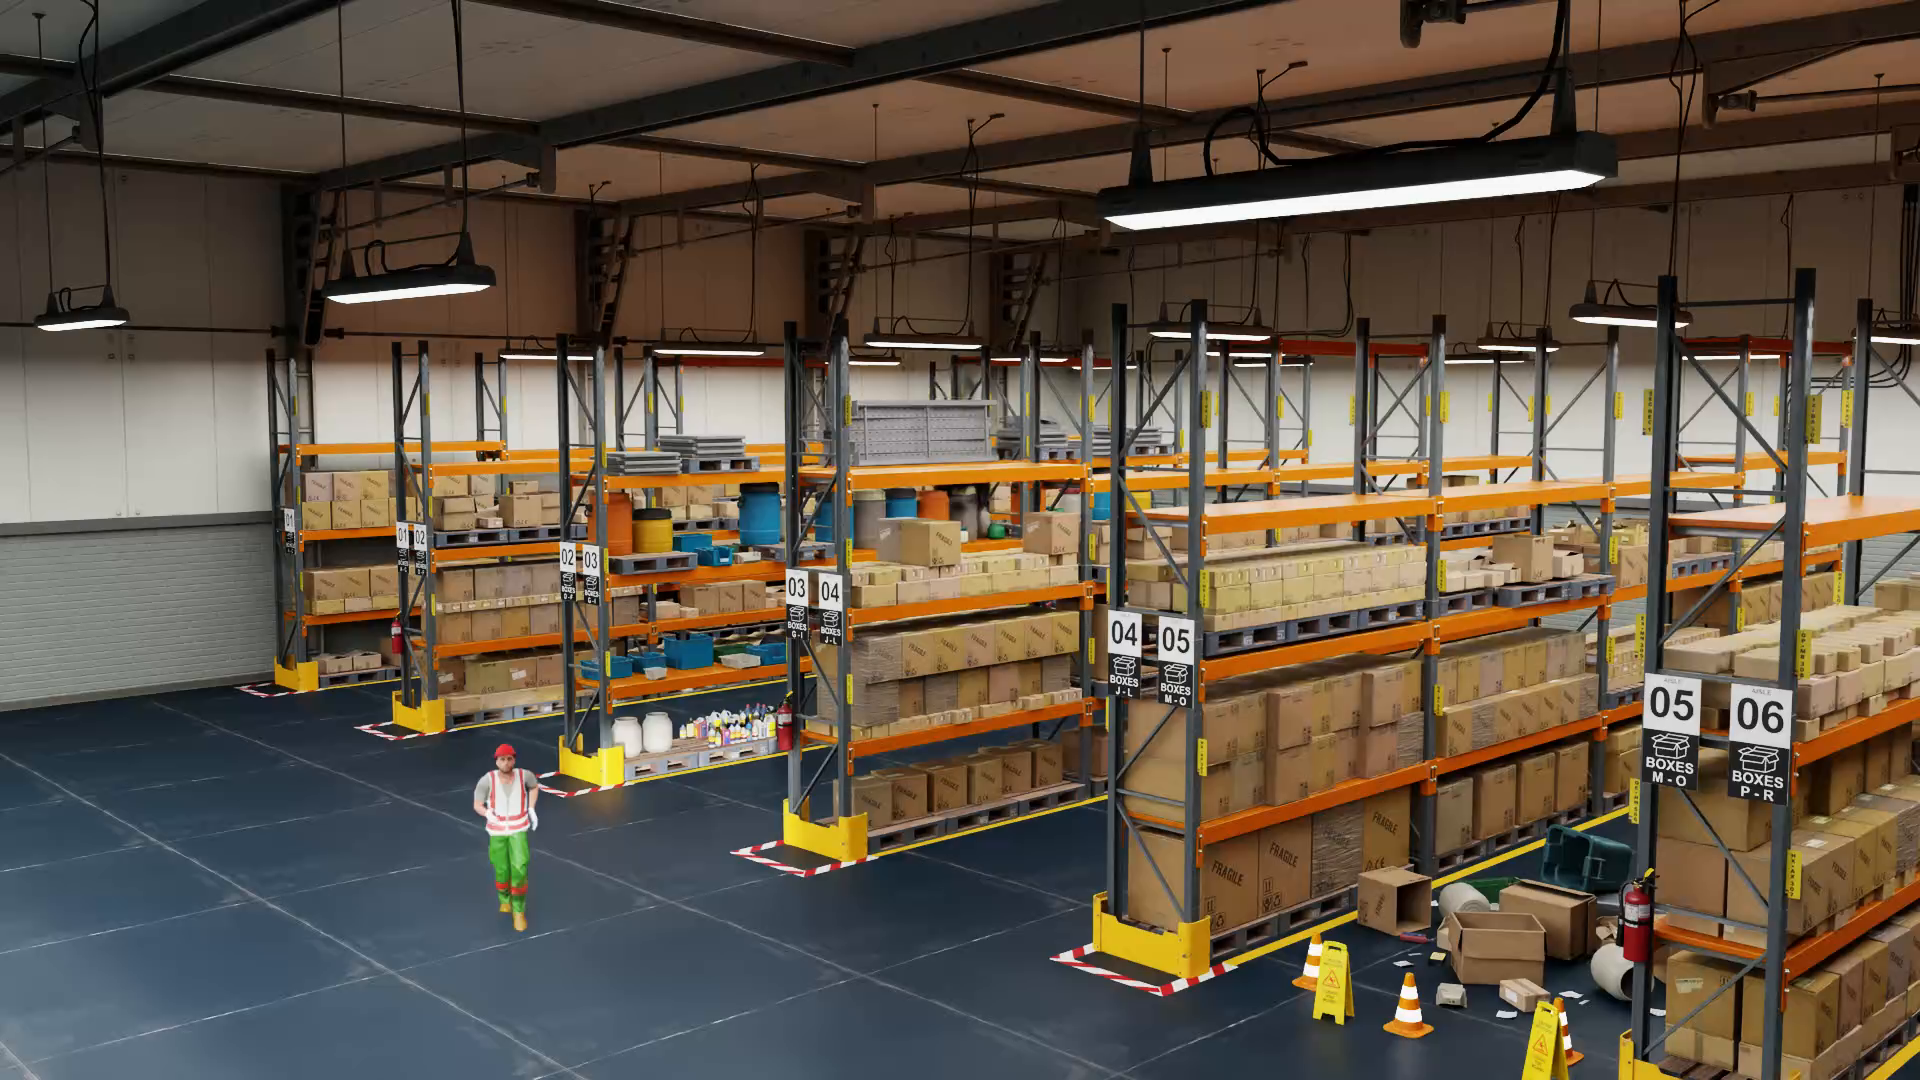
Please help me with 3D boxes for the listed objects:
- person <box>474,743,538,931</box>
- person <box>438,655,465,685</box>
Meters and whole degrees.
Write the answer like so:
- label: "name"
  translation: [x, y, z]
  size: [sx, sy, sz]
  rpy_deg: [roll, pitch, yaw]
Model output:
- label: "person"
  translation: [-4.427, 2.883, 16.231]
  size: [0.595, 1.839, 0.805]
  rpy_deg: [-1, 5, -12]
- label: "person"
  translation: [-8.686, 1.920, 28.128]
  size: [0.581, 1.697, 0.826]
  rpy_deg: [3, 6, 27]
